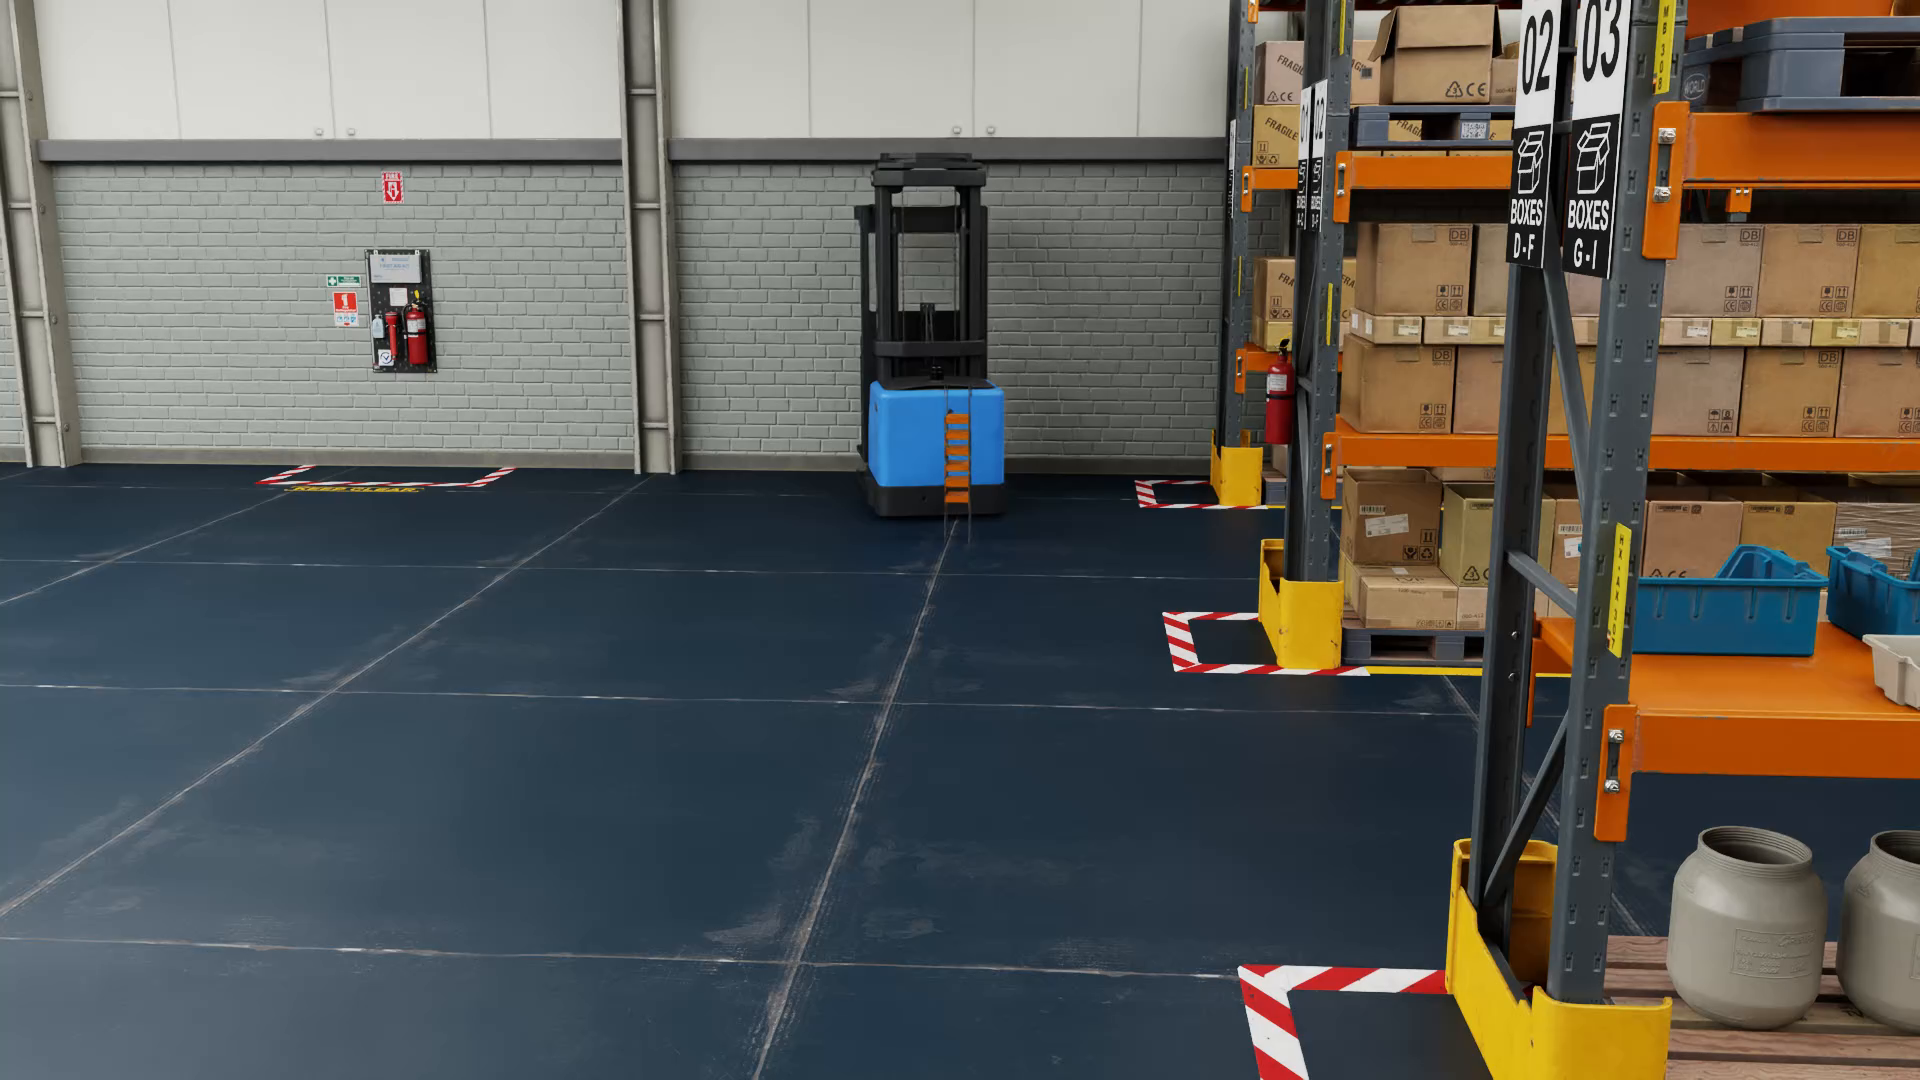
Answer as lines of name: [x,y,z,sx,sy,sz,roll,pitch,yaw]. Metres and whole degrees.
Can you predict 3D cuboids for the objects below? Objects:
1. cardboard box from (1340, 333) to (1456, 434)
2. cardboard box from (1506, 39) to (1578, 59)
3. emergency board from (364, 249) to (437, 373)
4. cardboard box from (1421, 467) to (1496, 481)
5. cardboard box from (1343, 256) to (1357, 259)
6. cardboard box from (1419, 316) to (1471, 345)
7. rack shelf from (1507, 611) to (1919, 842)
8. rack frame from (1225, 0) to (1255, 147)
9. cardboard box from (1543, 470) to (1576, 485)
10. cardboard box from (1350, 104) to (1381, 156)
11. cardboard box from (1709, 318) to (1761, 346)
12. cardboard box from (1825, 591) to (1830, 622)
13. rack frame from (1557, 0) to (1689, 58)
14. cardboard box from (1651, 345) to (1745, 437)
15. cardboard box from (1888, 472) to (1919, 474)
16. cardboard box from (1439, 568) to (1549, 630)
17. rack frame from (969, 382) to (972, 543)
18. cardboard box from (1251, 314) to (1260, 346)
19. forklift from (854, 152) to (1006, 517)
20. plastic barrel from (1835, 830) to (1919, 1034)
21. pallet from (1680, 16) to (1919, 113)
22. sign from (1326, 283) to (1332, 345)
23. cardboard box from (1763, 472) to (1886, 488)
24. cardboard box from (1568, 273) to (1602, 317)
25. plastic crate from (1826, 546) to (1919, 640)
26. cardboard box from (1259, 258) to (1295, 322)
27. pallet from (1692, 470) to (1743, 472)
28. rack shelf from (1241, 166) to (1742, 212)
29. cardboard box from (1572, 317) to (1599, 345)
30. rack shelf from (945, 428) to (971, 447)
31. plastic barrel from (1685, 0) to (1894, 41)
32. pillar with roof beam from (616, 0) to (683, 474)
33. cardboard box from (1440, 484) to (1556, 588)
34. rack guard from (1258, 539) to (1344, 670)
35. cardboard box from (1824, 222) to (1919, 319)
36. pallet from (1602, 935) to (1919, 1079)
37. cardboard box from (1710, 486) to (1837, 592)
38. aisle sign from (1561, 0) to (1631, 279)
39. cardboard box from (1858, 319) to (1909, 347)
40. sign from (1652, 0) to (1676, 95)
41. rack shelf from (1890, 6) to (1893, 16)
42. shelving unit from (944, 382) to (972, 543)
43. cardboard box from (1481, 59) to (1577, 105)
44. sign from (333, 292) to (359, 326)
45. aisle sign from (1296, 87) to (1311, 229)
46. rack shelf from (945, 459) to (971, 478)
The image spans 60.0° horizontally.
cardboard box: [2.491,-0.903,9.515,0.500,0.500,0.700,1,12,4]
cardboard box: [4.757,-3.799,13.540,0.500,0.500,0.500,0,12,2]
emergency board: [-5.340,-2.166,15.797,0.643,1.169,0.194,1,12,4]
cardboard box: [4.335,-0.811,14.350,0.500,0.500,0.700,0,12,0]
cardboard box: [3.340,-2.207,14.477,0.500,0.500,0.500,1,12,5]
cardboard box: [2.667,-1.177,9.241,0.250,0.149,0.380,0,12,2]
rack shelf: [3.687,0.528,4.674,4.000,0.370,1.077,1,12,4]
rack frame: [2.353,-4.812,13.792,0.127,3.000,1.000,1,12,4]
cardboard box: [3.580,-0.133,9.934,0.500,0.500,0.500,1,12,4]
cardboard box: [3.204,-3.332,13.751,0.500,0.500,0.500,2,12,8]
cardboard box: [4.200,-1.155,9.137,0.250,0.149,0.380,1,12,6]
cardboard box: [5.042,0.361,9.404,0.500,0.250,0.500,1,12,4]
rack frame: [1.691,-2.788,4.117,0.127,3.000,1.000,1,12,4]
cardboard box: [4.036,-0.882,9.416,0.500,0.500,0.700,1,12,5]
cardboard box: [8.105,-0.794,14.266,0.500,0.500,0.700,1,12,4]
cardboard box: [3.045,0.336,9.525,0.500,0.250,0.500,1,12,4]
rack frame: [0.077,-0.586,12.640,0.006,1.200,0.240,1,12,4]
cardboard box: [2.833,-1.845,14.578,0.500,0.250,0.500,1,12,5]
forklift: [-0.340,-1.870,14.552,1.130,2.935,3.031,-2,12,-8]
plastic barrel: [2.853,1.161,4.941,0.421,0.512,0.421,0,12,0]
pallet: [2.510,-1.196,4.293,1.213,0.211,1.003,1,12,4]
sign: [1.983,-1.212,8.930,0.005,0.325,0.100,1,12,4]
cardboard box: [5.076,-0.111,9.829,0.500,0.500,0.500,1,12,4]
cardboard box: [3.572,-1.525,9.317,0.500,0.500,0.700,1,12,4]
plastic crate: [2.858,0.177,4.958,0.408,0.251,0.499,1,12,4]
cardboard box: [2.810,-2.111,14.018,0.500,0.500,0.500,1,12,4]
pallet: [7.121,-0.445,14.381,1.213,0.211,1.003,1,12,4]
rack shelf: [4.349,-2.964,14.042,4.000,0.370,1.077,1,12,4]
cardboard box: [3.433,-1.166,9.190,0.250,0.149,0.380,0,12,2]
rack shelf: [-0.014,-0.779,12.606,0.180,0.103,0.258,1,12,4]
plastic barrel: [2.185,-1.755,4.429,0.708,0.830,0.600,1,12,4]
pillar with roof beam: [-3.165,-4.181,10.779,0.400,9.000,9.100,1,12,4]
cardboard box: [3.045,-0.031,9.447,0.500,0.500,0.500,1,12,4]
rack guard: [2.002,0.360,9.826,0.348,0.500,1.175,1,12,4]
cardboard box: [5.070,-1.504,9.218,0.500,0.500,0.700,1,12,4]
pallet: [2.581,1.517,4.999,1.213,0.211,1.003,1,12,4]
cardboard box: [4.543,-0.012,9.358,0.500,0.500,0.500,1,12,4]
aisle sign: [1.600,-1.065,4.183,0.004,0.787,0.394,1,12,4]
cardboard box: [4.961,-1.145,9.087,0.250,0.149,0.380,1,12,4]
sign: [1.650,-1.212,3.886,0.005,0.325,0.100,1,12,4]
rack shelf: [8.340,-4.182,13.514,4.000,0.370,1.077,1,12,4]
shelving unit: [-0.014,-0.587,12.646,0.189,1.200,0.258,1,12,4]
cardboard box: [3.193,-2.570,9.401,0.500,0.250,0.500,1,12,4]
sign: [-5.885,-2.212,15.930,0.234,0.329,0.001,1,12,4]
aisle sign: [1.980,-2.196,9.593,0.004,0.787,0.394,1,12,4]
rack shelf: [-0.014,-0.544,12.655,0.180,0.103,0.258,1,12,4]
